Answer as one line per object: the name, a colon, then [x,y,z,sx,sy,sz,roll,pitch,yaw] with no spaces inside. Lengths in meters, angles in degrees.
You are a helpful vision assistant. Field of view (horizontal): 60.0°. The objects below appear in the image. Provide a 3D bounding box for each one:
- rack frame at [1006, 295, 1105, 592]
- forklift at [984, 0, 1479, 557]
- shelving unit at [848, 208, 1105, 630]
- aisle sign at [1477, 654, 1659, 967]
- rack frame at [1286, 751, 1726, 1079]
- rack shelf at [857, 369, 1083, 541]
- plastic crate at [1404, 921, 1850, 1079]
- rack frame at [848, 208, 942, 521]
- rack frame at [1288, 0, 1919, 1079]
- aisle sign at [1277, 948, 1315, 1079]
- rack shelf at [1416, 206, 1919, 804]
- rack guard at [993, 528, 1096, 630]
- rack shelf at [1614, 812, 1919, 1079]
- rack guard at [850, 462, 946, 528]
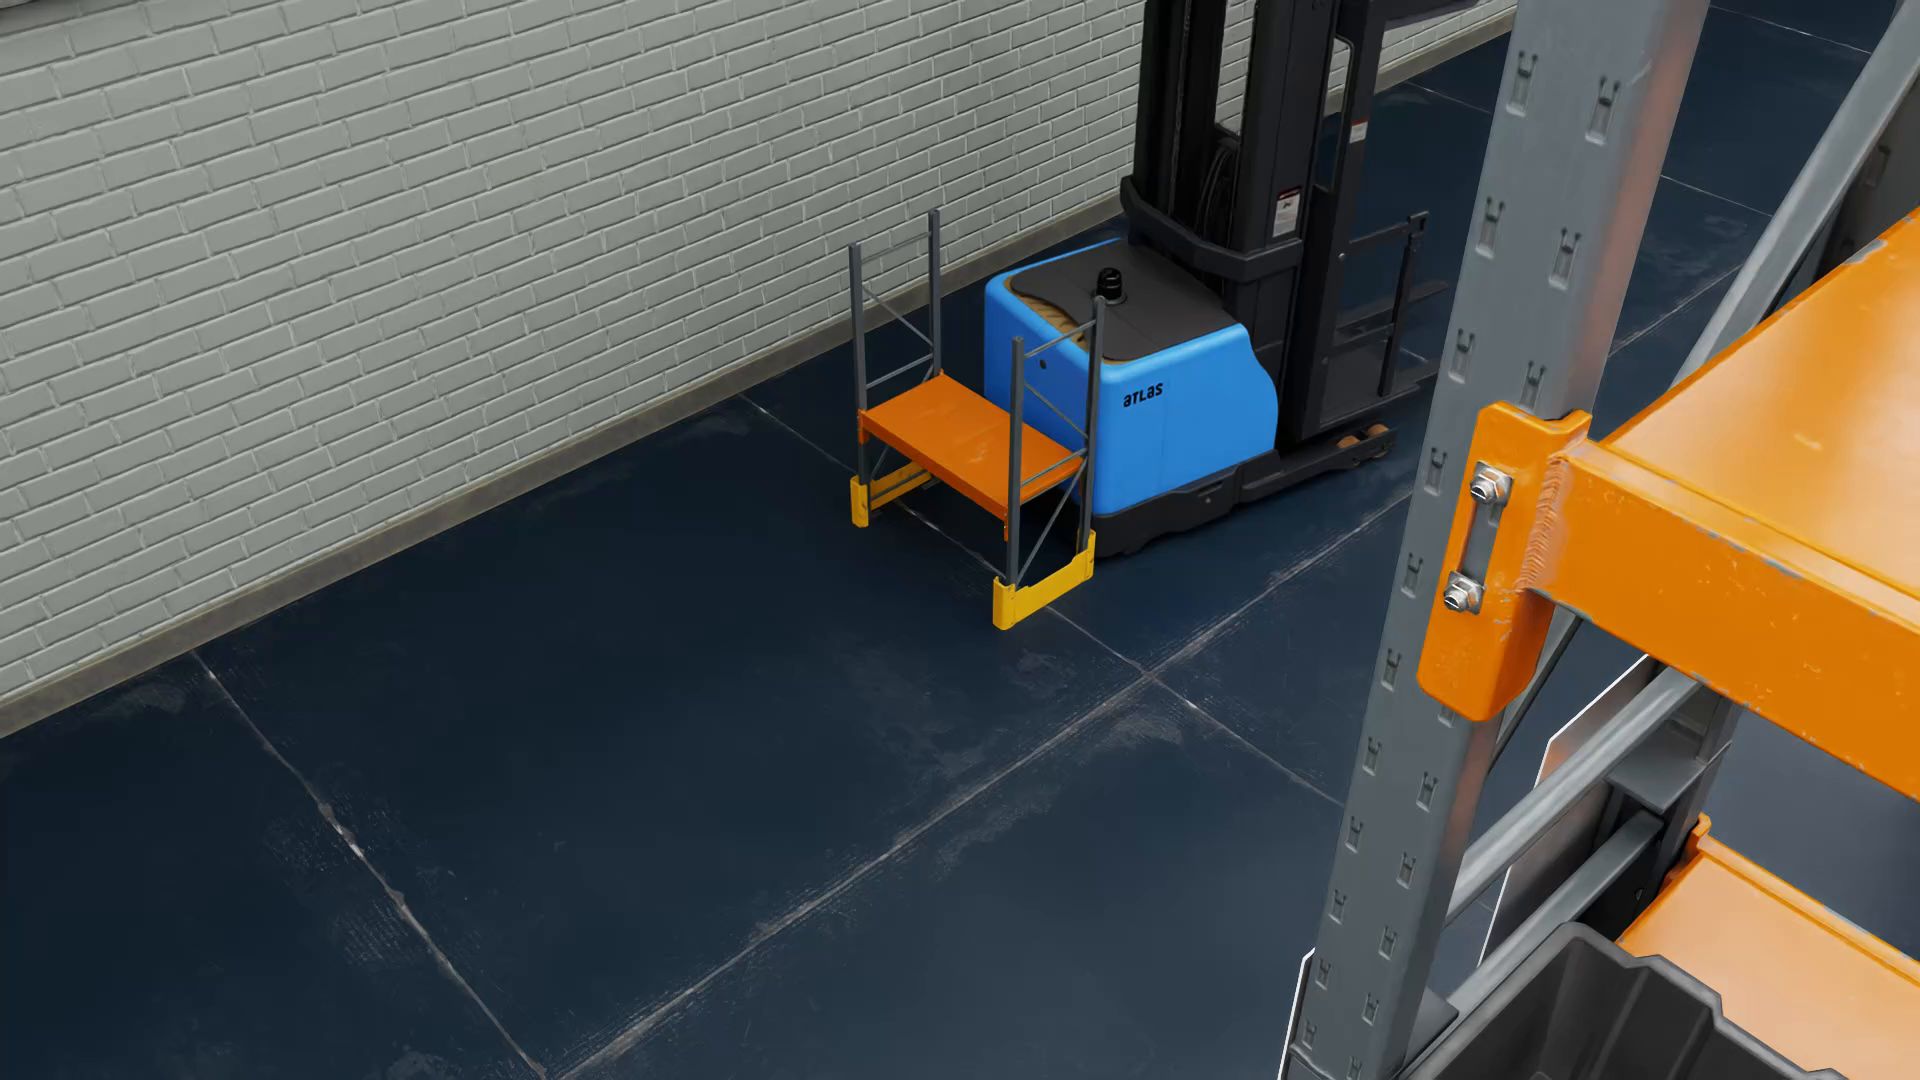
rack frame: [0.398,-0.308,7.144,0.500,1.500,0.032,-30,47,-32]
forklift: [1.624,-1.759,7.803,3.031,2.935,1.130,-21,44,-24]
shelving unit: [0.050,-0.548,7.442,0.587,1.500,1.083,-30,47,-32]
aisle sign: [1.033,0.524,2.852,0.394,0.787,0.004,-30,48,-32]
rack frame: [0.866,1.694,3.474,1.000,3.000,0.127,-30,48,-32]
rack shelf: [0.056,-0.404,7.549,0.538,0.185,1.000,-30,47,-32]
plastic crate: [0.921,0.874,2.205,0.497,0.269,0.590,-30,48,-32]
rack frame: [-0.286,-0.781,7.729,0.500,1.500,0.032,-30,47,-32]
rack frame: [0.866,-0.640,1.589,1.000,3.000,0.127,-30,48,-32]
aisle sign: [0.598,0.775,2.542,0.394,0.787,0.004,-30,48,-32]
rack shelf: [2.218,0.721,0.794,1.077,0.370,4.000,-30,48,-32]
rack guard: [0.384,0.170,7.547,0.587,0.250,0.087,-30,47,-32]
rack shelf: [2.218,1.732,1.611,1.077,0.370,4.000,-30,48,-32]
rack guard: [-0.286,-0.293,8.120,0.587,0.250,0.087,-30,47,-32]
